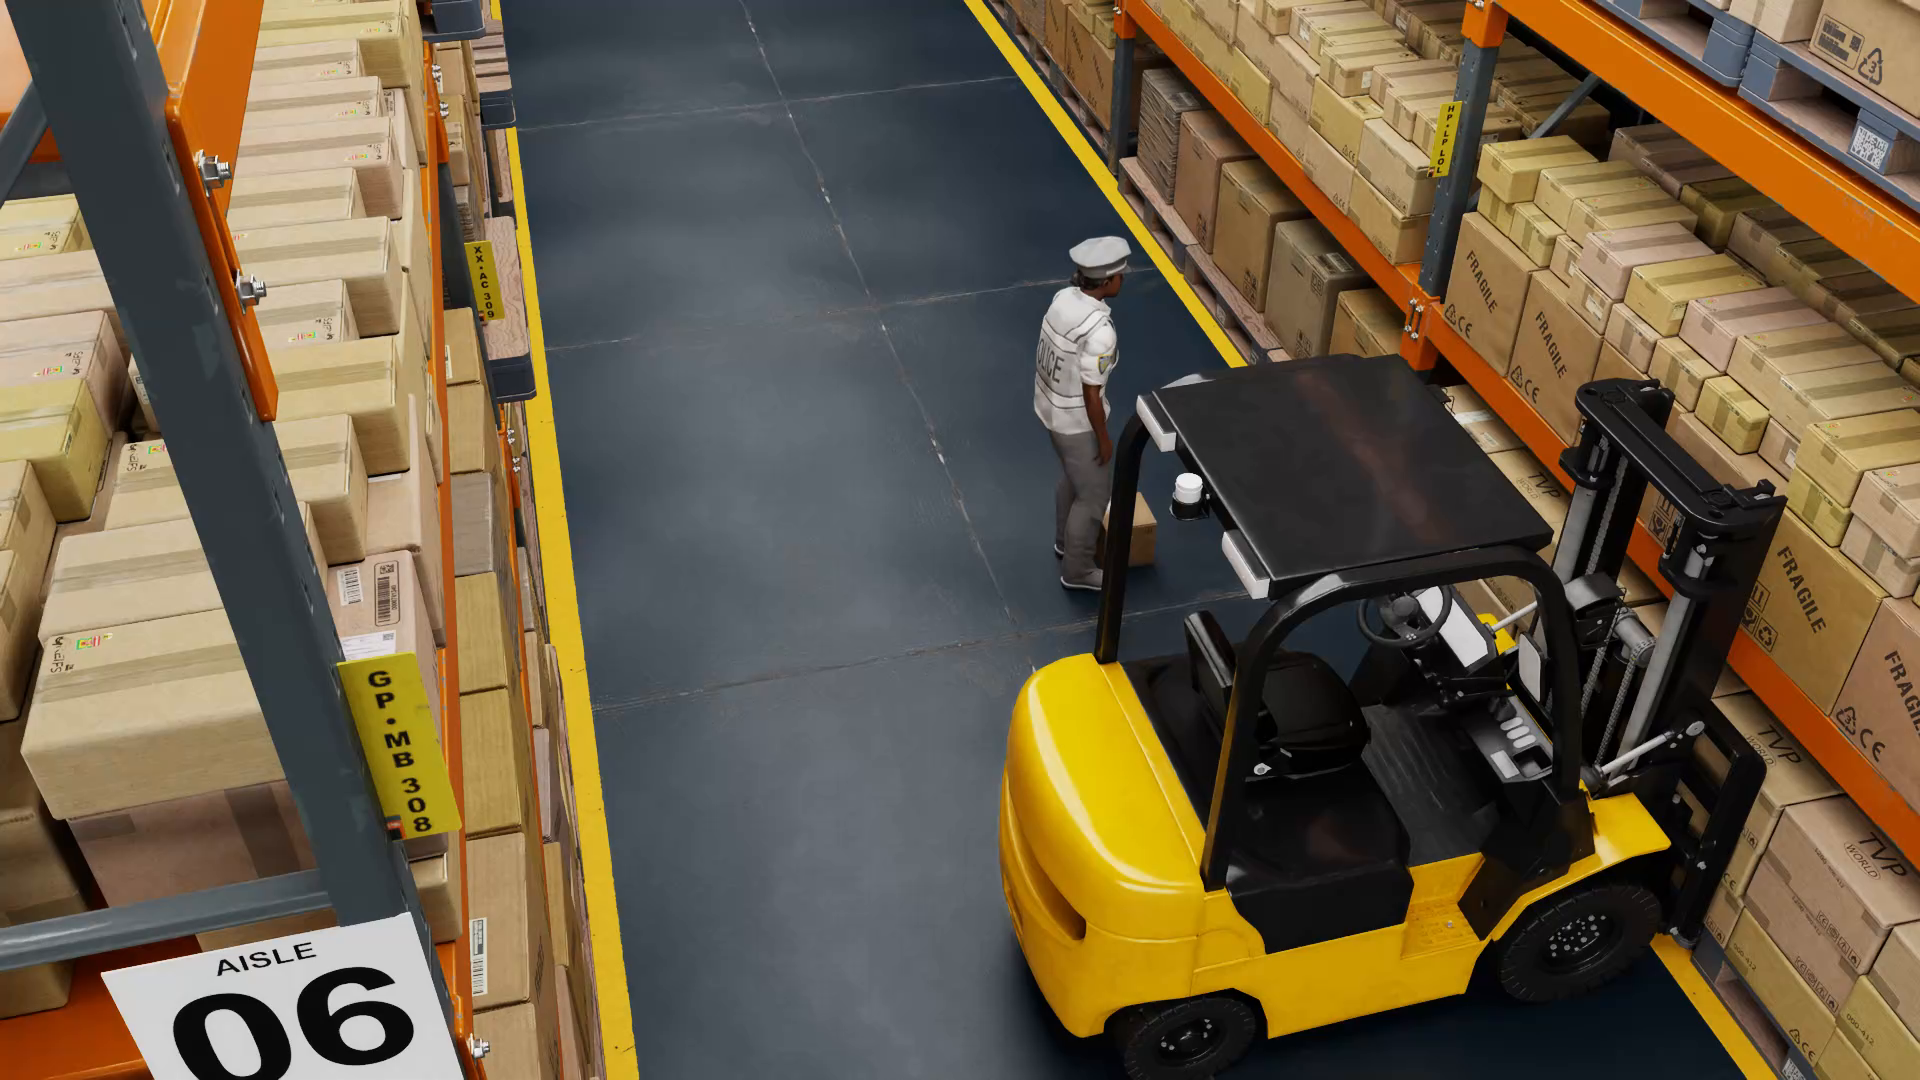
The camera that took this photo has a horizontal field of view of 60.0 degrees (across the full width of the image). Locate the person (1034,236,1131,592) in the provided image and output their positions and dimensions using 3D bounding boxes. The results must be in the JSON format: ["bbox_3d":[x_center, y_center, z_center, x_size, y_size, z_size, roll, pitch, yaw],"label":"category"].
[{"bbox_3d":[0.559,-0.549,7.407,0.428,1.658,0.527,-12,40,-14],"label":"person"}]
